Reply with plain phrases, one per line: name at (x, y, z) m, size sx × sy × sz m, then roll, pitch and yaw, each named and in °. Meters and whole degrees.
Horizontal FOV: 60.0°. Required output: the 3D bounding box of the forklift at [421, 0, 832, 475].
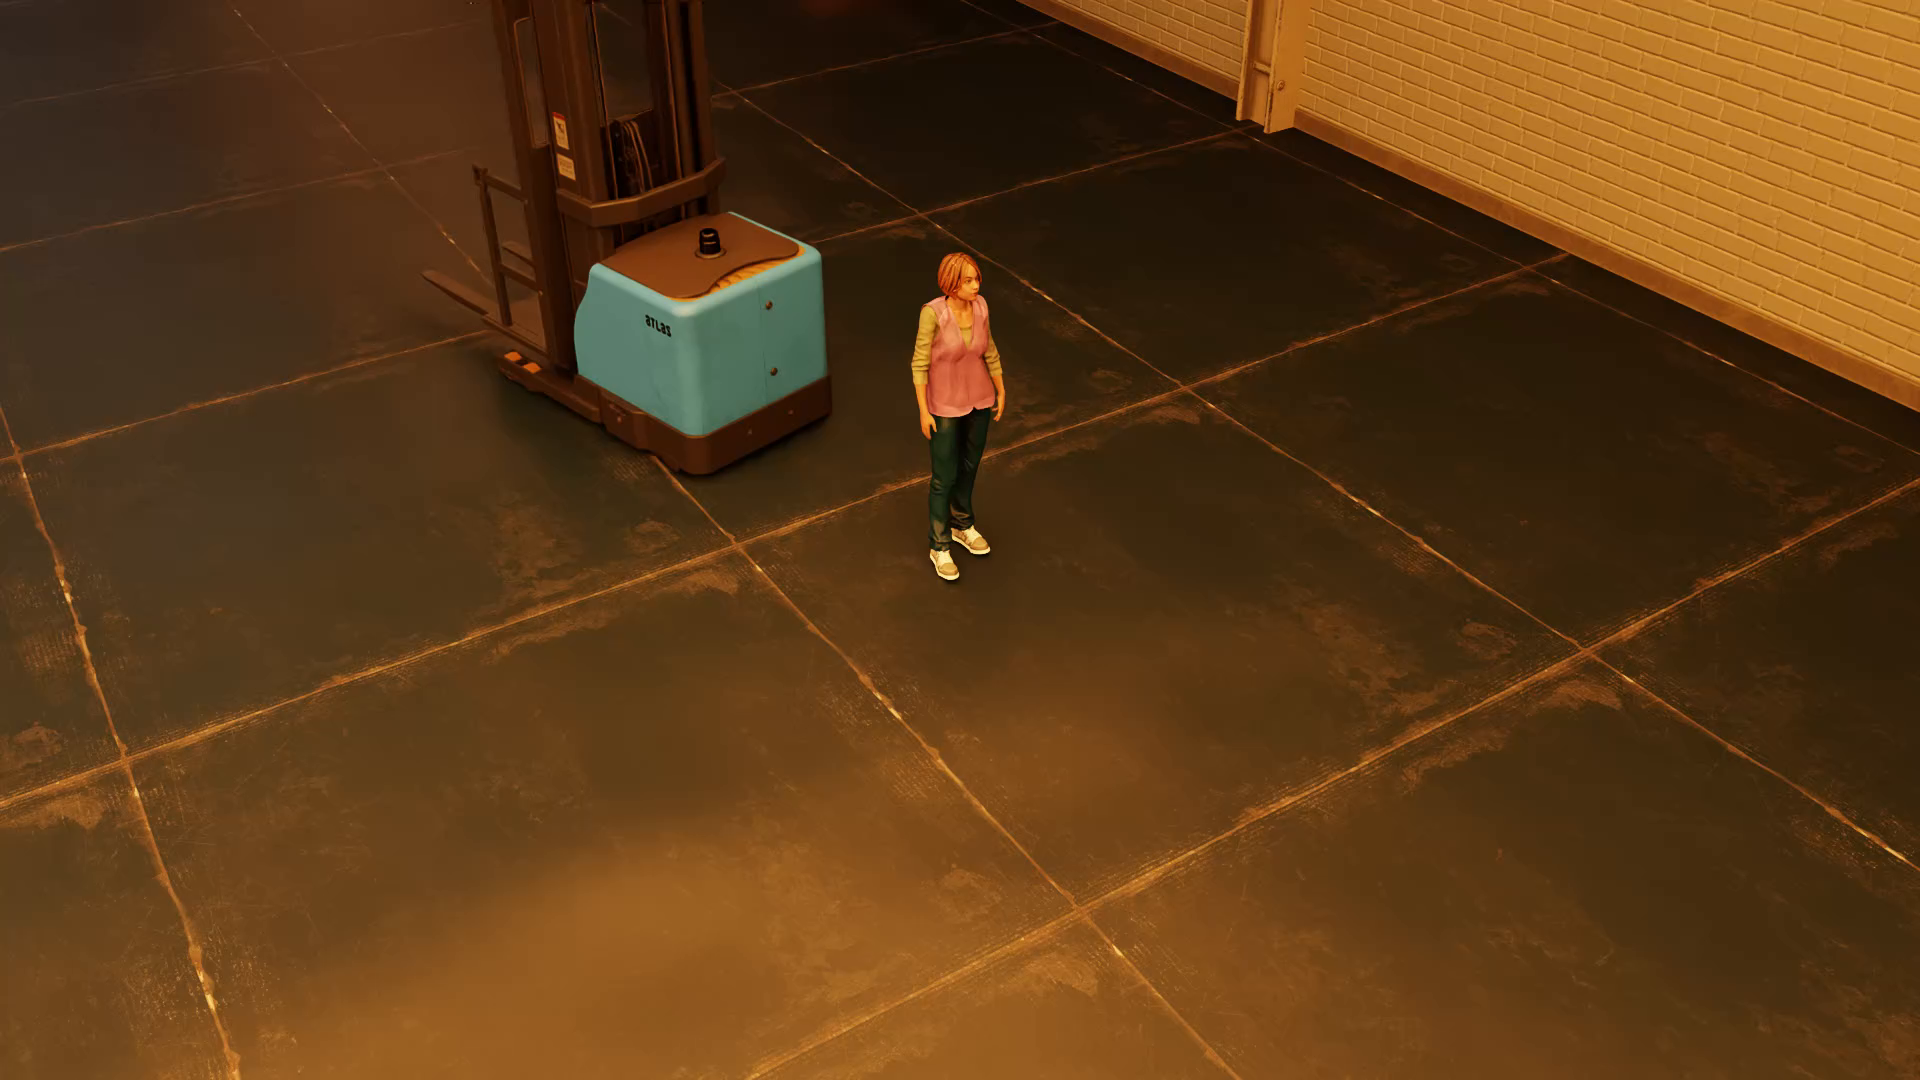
forklift at (-2.160, -2.287, 9.402) m, size 3.031 × 2.935 × 1.130 m, roll 28°, pitch 44°, yaw 34°

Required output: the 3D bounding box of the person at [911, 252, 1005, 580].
person at (0.029, -0.619, 8.177) m, size 0.521 × 1.599 × 0.473 m, roll -21°, pitch 40°, yaw -27°
